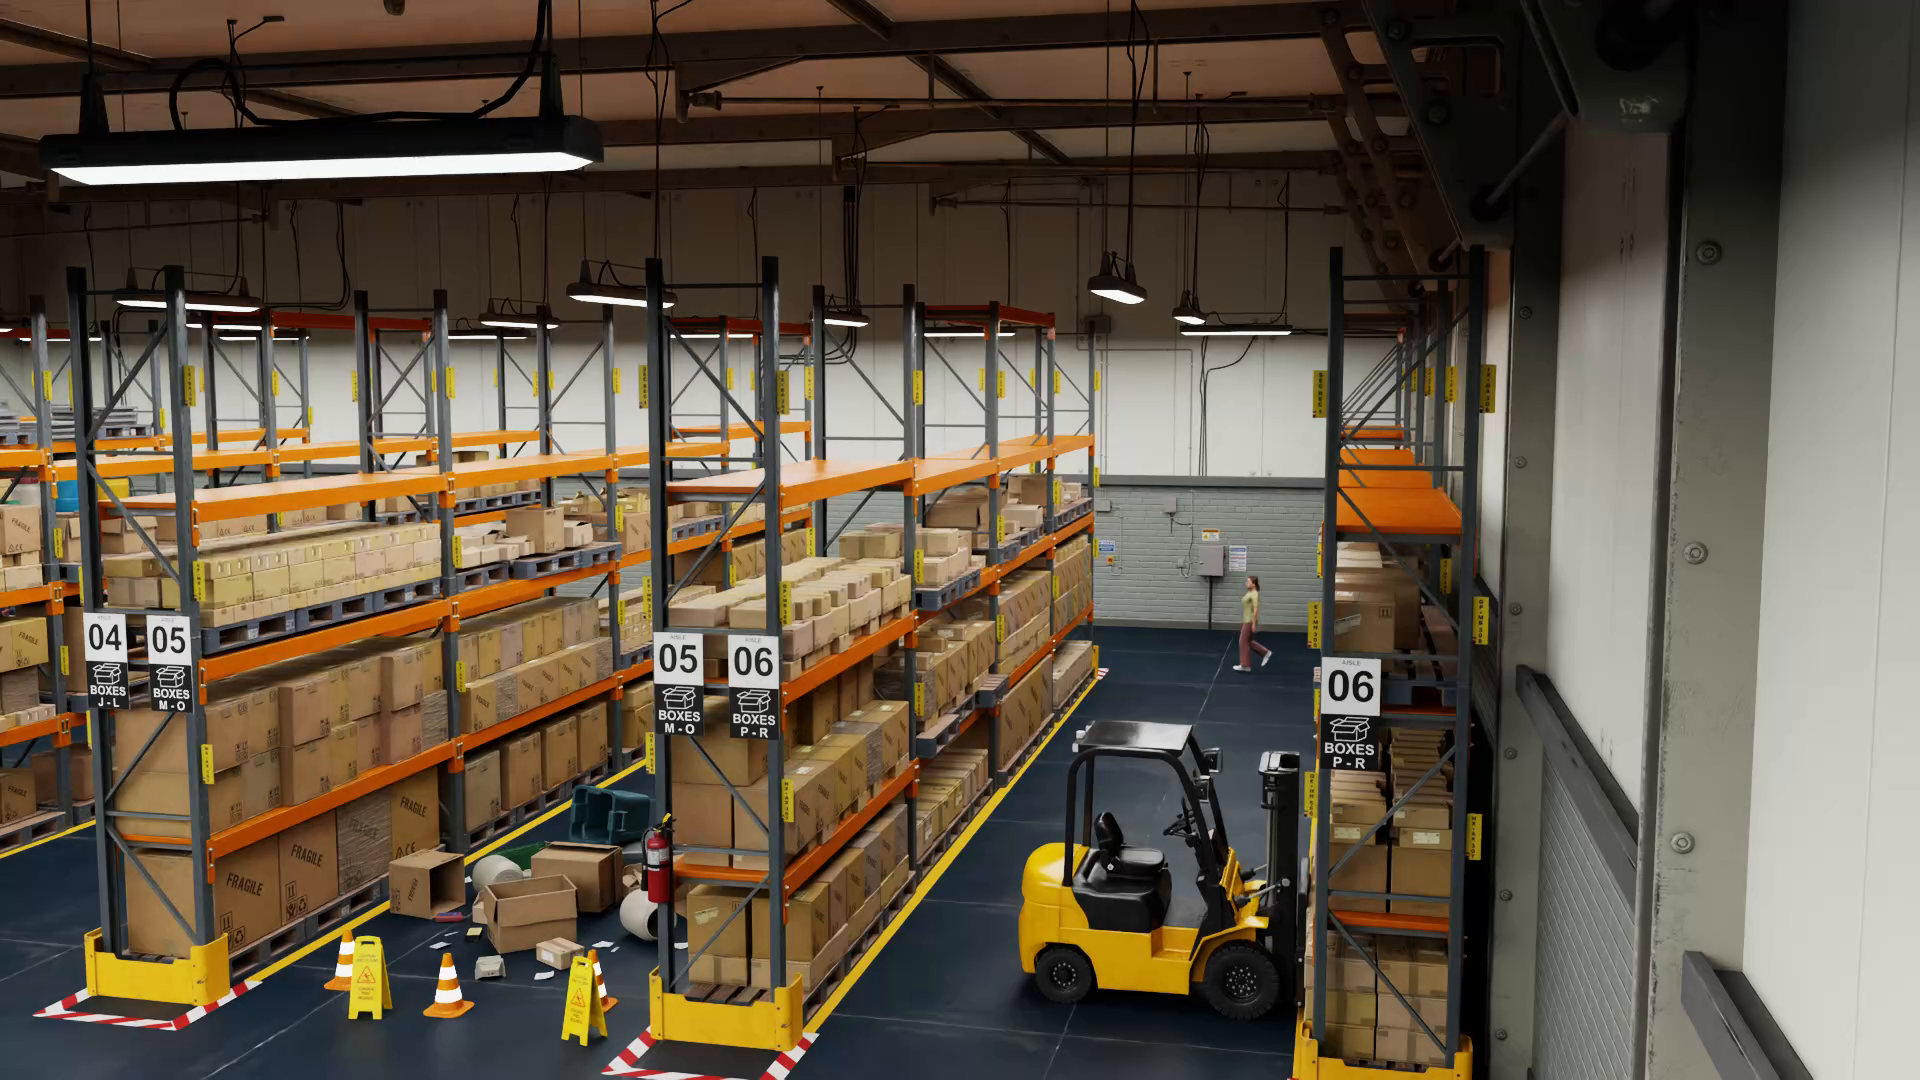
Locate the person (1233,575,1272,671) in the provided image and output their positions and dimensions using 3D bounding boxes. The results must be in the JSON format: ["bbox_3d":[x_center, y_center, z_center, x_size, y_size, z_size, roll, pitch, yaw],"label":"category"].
[{"bbox_3d":[5.057,1.428,28.658,0.663,1.654,0.445,1,6,11],"label":"person"}]
